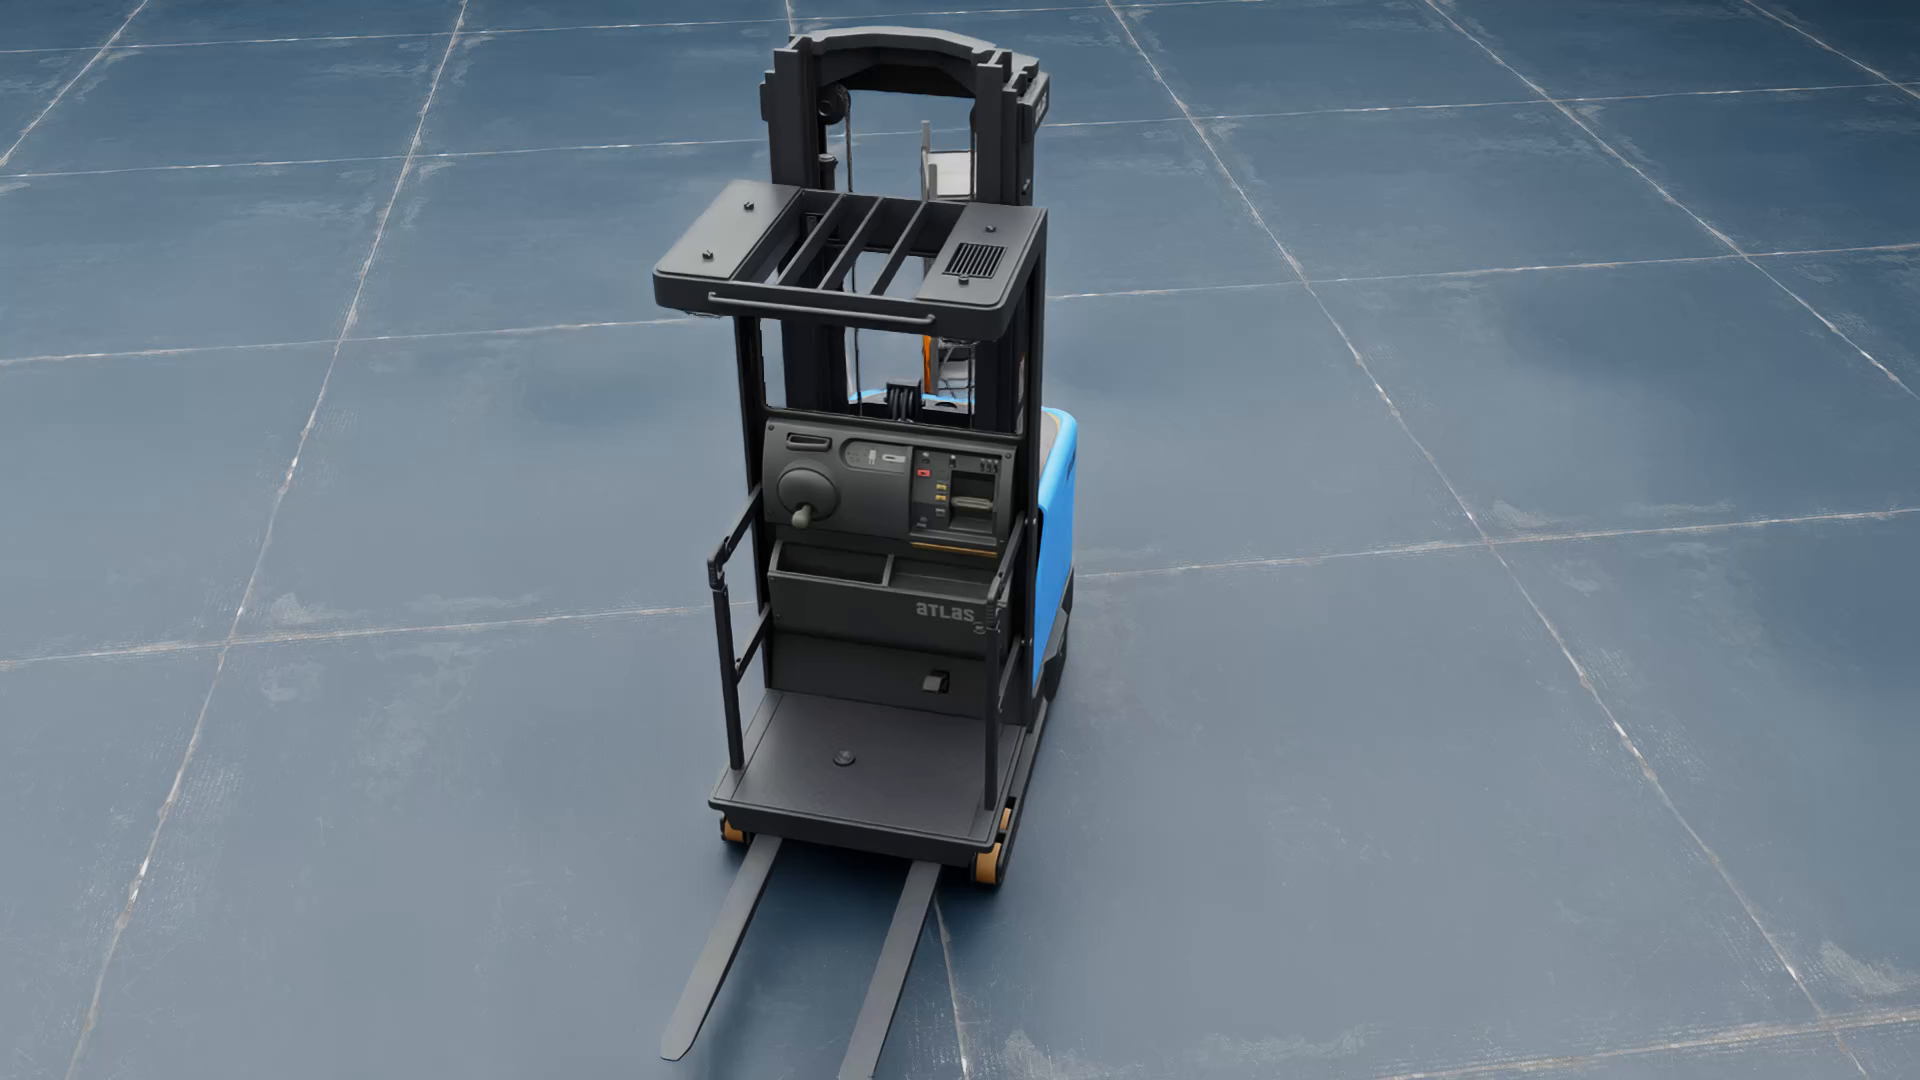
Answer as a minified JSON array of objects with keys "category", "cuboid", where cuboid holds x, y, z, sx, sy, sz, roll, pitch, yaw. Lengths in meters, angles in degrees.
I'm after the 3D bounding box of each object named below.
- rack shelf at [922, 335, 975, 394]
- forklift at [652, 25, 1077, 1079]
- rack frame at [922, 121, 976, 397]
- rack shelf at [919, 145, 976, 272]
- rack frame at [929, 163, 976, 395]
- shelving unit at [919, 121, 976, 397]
[{"category":"rack shelf","cuboid":[0.053,-0.796,7.578,0.431,0.518,0.480,-2,34,-4]},{"category":"forklift","cuboid":[-0.309,-0.137,5.849,1.130,2.935,3.031,7,35,11]},{"category":"rack frame","cuboid":[0.035,-0.944,7.771,0.400,2.100,0.015,-2,34,-4]},{"category":"rack shelf","cuboid":[0.053,-1.375,7.184,0.431,0.518,0.480,-2,34,-4]},{"category":"rack frame","cuboid":[0.072,-0.670,7.369,0.400,2.100,0.015,-2,34,-4]},{"category":"shelving unit","cuboid":[0.053,-0.807,7.570,0.431,2.100,0.503,-2,34,-4]}]
